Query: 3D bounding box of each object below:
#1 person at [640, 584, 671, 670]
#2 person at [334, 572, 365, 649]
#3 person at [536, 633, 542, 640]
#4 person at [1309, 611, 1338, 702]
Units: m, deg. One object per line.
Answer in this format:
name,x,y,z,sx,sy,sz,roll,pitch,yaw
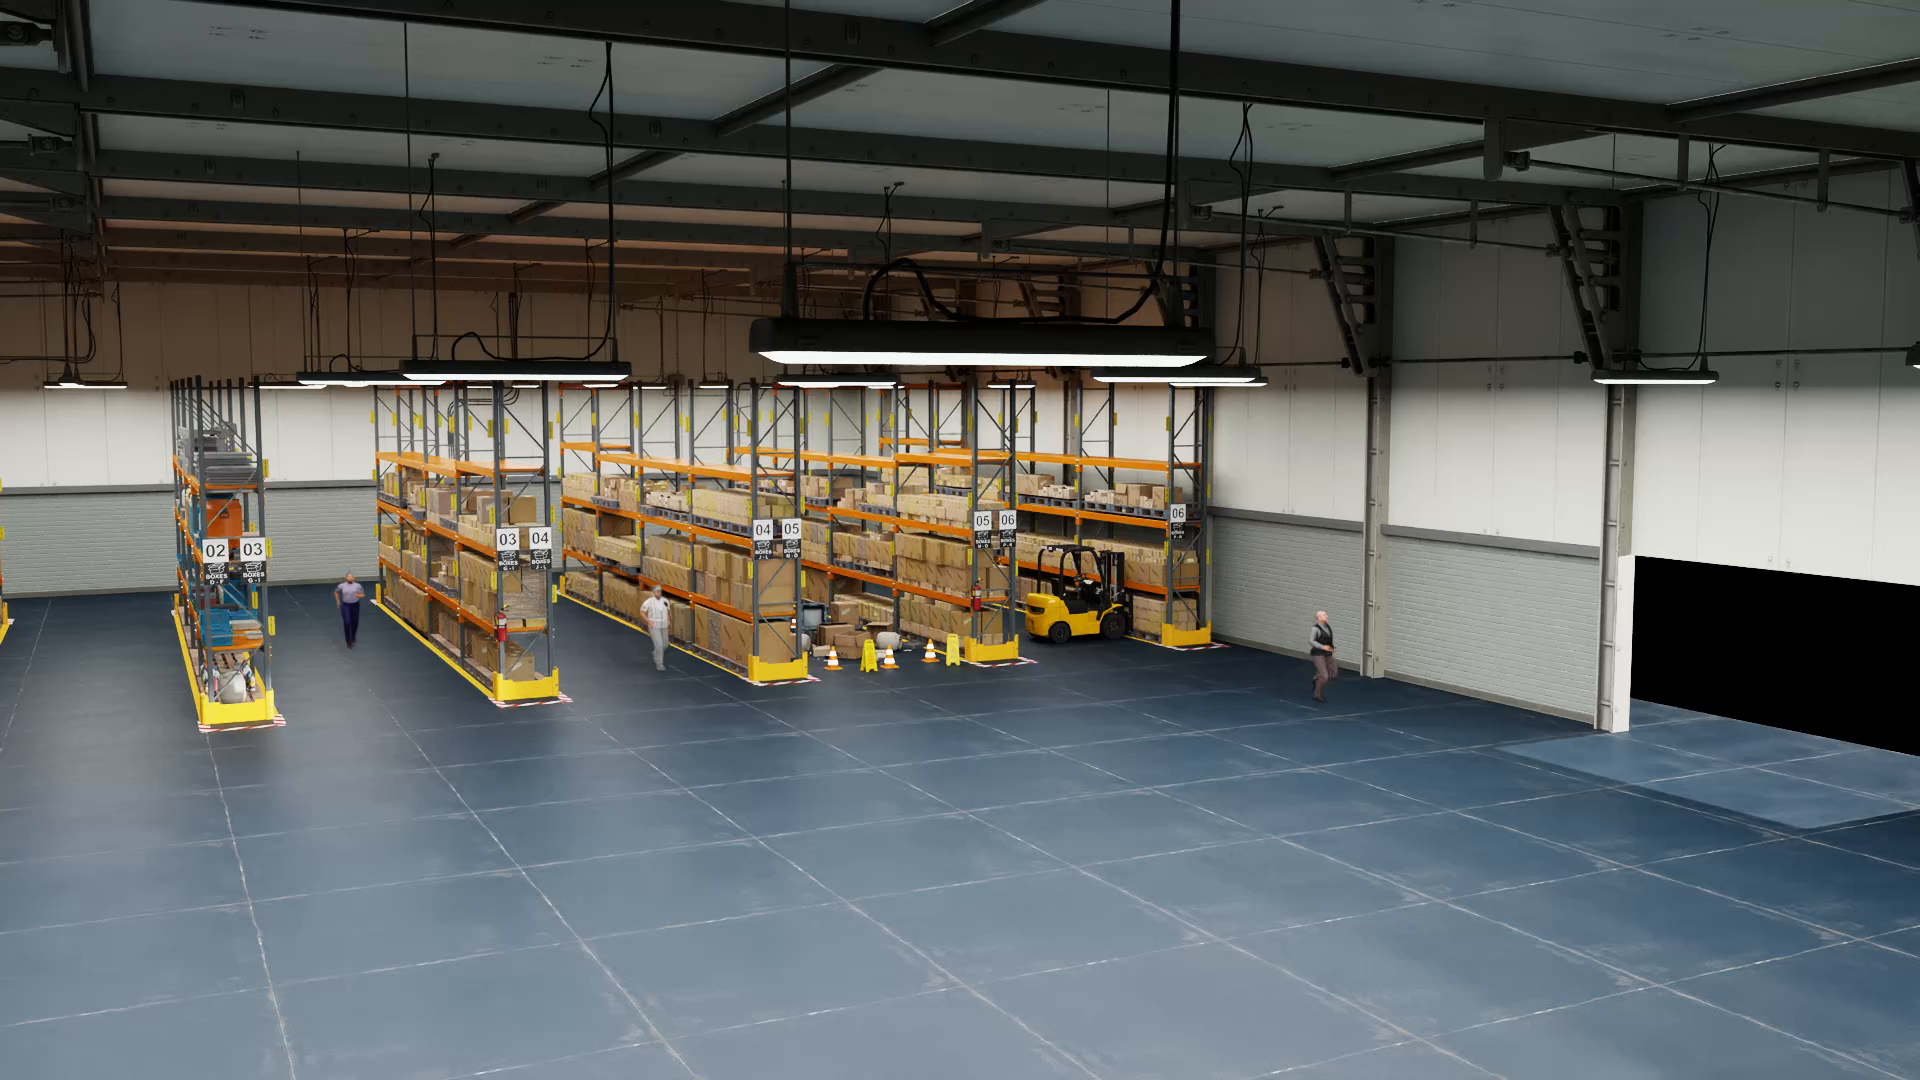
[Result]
person,-6.296,1.787,34.489,0.672,1.769,0.710,-4,6,-37
person,-13.739,1.562,37.488,0.589,1.688,0.847,-3,6,-32
person,-9.906,1.441,38.717,0.622,1.740,0.878,-2,6,-23
person,6.717,2.150,30.787,0.698,1.685,0.591,-5,7,-43
